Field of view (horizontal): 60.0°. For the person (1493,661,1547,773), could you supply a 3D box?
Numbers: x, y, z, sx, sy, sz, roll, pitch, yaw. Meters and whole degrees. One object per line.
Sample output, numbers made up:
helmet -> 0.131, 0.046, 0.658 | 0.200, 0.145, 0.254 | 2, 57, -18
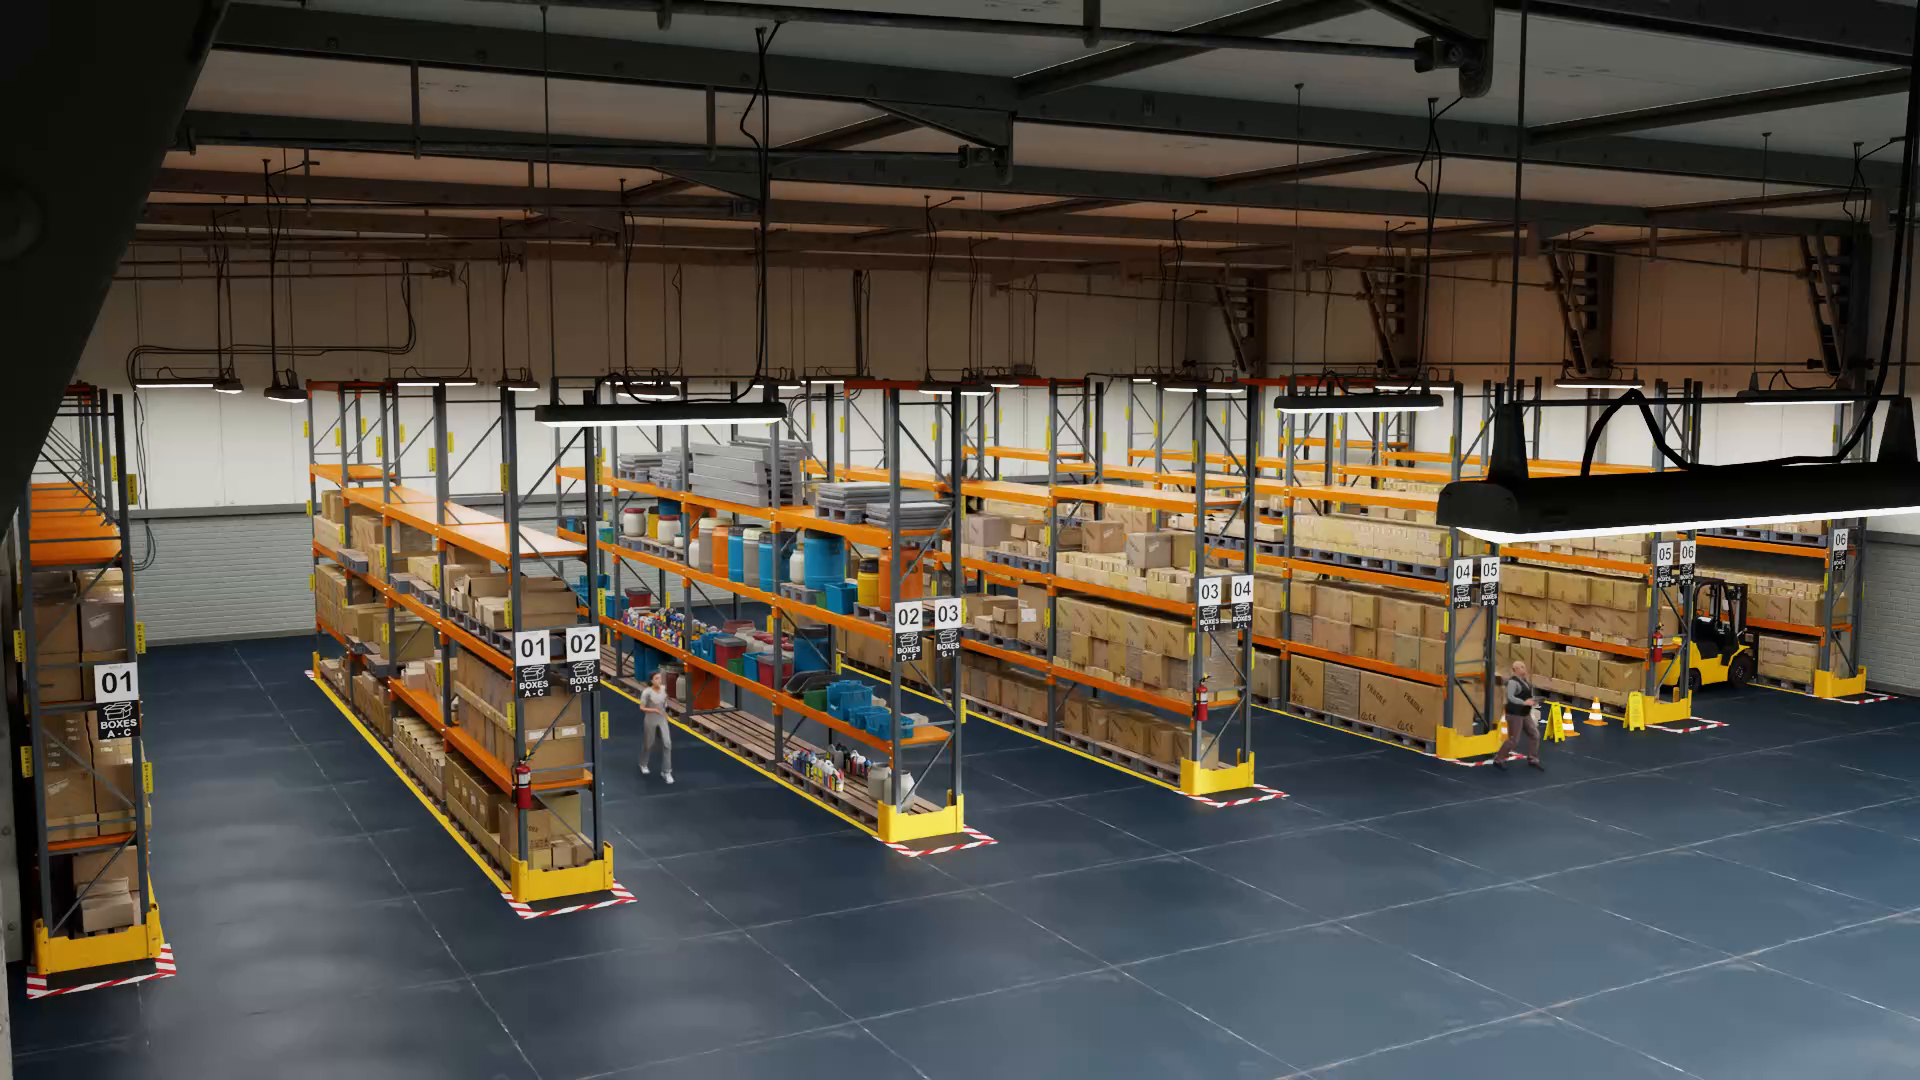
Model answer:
person -> 8.661, 2.725, 25.687 | 0.761, 1.726, 0.709 | 4, 7, 36

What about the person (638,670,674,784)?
person -> -4.655, 2.805, 25.302 | 0.518, 1.696, 0.878 | -4, 7, -33

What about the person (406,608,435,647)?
person -> -11.145, 1.740, 34.775 | 0.927, 1.796, 0.667 | 4, 7, 31
